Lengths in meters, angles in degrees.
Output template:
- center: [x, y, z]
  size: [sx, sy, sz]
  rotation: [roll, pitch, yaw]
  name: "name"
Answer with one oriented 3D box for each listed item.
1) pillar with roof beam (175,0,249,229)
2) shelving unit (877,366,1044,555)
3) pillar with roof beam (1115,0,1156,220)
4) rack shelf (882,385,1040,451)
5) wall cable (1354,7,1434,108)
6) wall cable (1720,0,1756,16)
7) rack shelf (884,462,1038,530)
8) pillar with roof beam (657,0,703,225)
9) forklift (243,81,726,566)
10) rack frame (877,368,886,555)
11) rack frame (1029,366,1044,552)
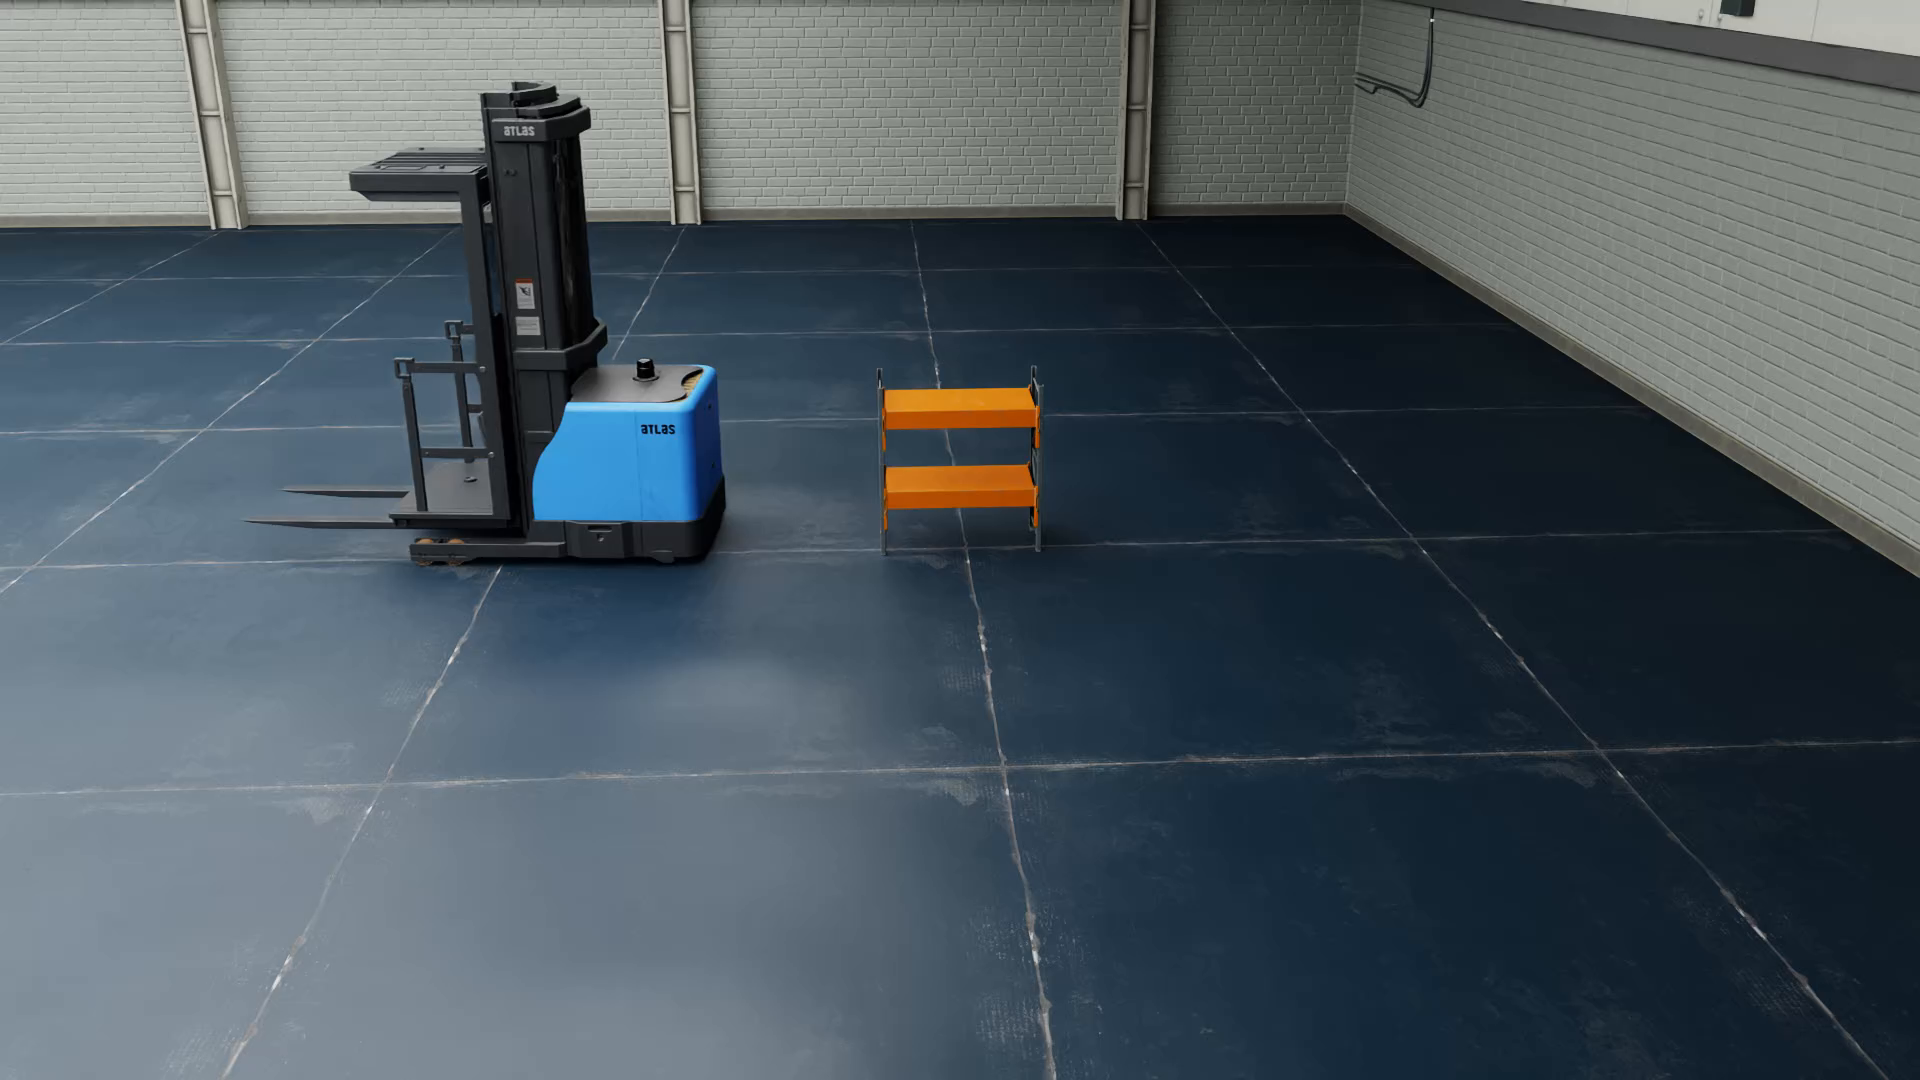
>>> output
- center: [-9.403, -6.817, 16.380]
  size: [0.400, 9.000, 9.100]
  rotation: [-1, 21, -3]
  name: "pillar with roof beam"
- center: [-0.007, -0.526, 10.920]
  size: [1.048, 1.125, 0.538]
  rotation: [-1, 21, -3]
  name: "shelving unit"
- center: [2.577, -7.061, 17.021]
  size: [0.400, 9.000, 9.100]
  rotation: [-1, 21, -3]
  name: "pillar with roof beam"
- center: [-0.007, -0.799, 10.816]
  size: [1.000, 0.278, 0.538]
  rotation: [-1, 21, -3]
  name: "rack shelf"
- center: [5.348, -6.729, 20.513]
  size: [0.112, 2.526, 3.097]
  rotation: [-1, 21, -3]
  name: "wall cable"
- center: [5.874, -6.397, 10.497]
  size: [0.169, 6.003, 2.305]
  rotation: [-1, 21, -3]
  name: "wall cable"
- center: [-0.007, -0.297, 11.007]
  size: [1.000, 0.278, 0.538]
  rotation: [-1, 21, -3]
  name: "rack shelf"
- center: [-3.413, -6.939, 16.700]
  size: [0.400, 9.000, 9.100]
  rotation: [-1, 21, -3]
  name: "pillar with roof beam"
- center: [-3.147, -1.393, 10.660]
  size: [3.031, 2.935, 1.130]
  rotation: [1, 21, 1]
  name: "forklift"
- center: [-0.514, -0.515, 10.893]
  size: [0.032, 1.125, 0.500]
  rotation: [-1, 21, -3]
  name: "rack frame"
- center: [0.501, -0.536, 10.948]
  size: [0.032, 1.125, 0.500]
  rotation: [-1, 21, -3]
  name: "rack frame"
